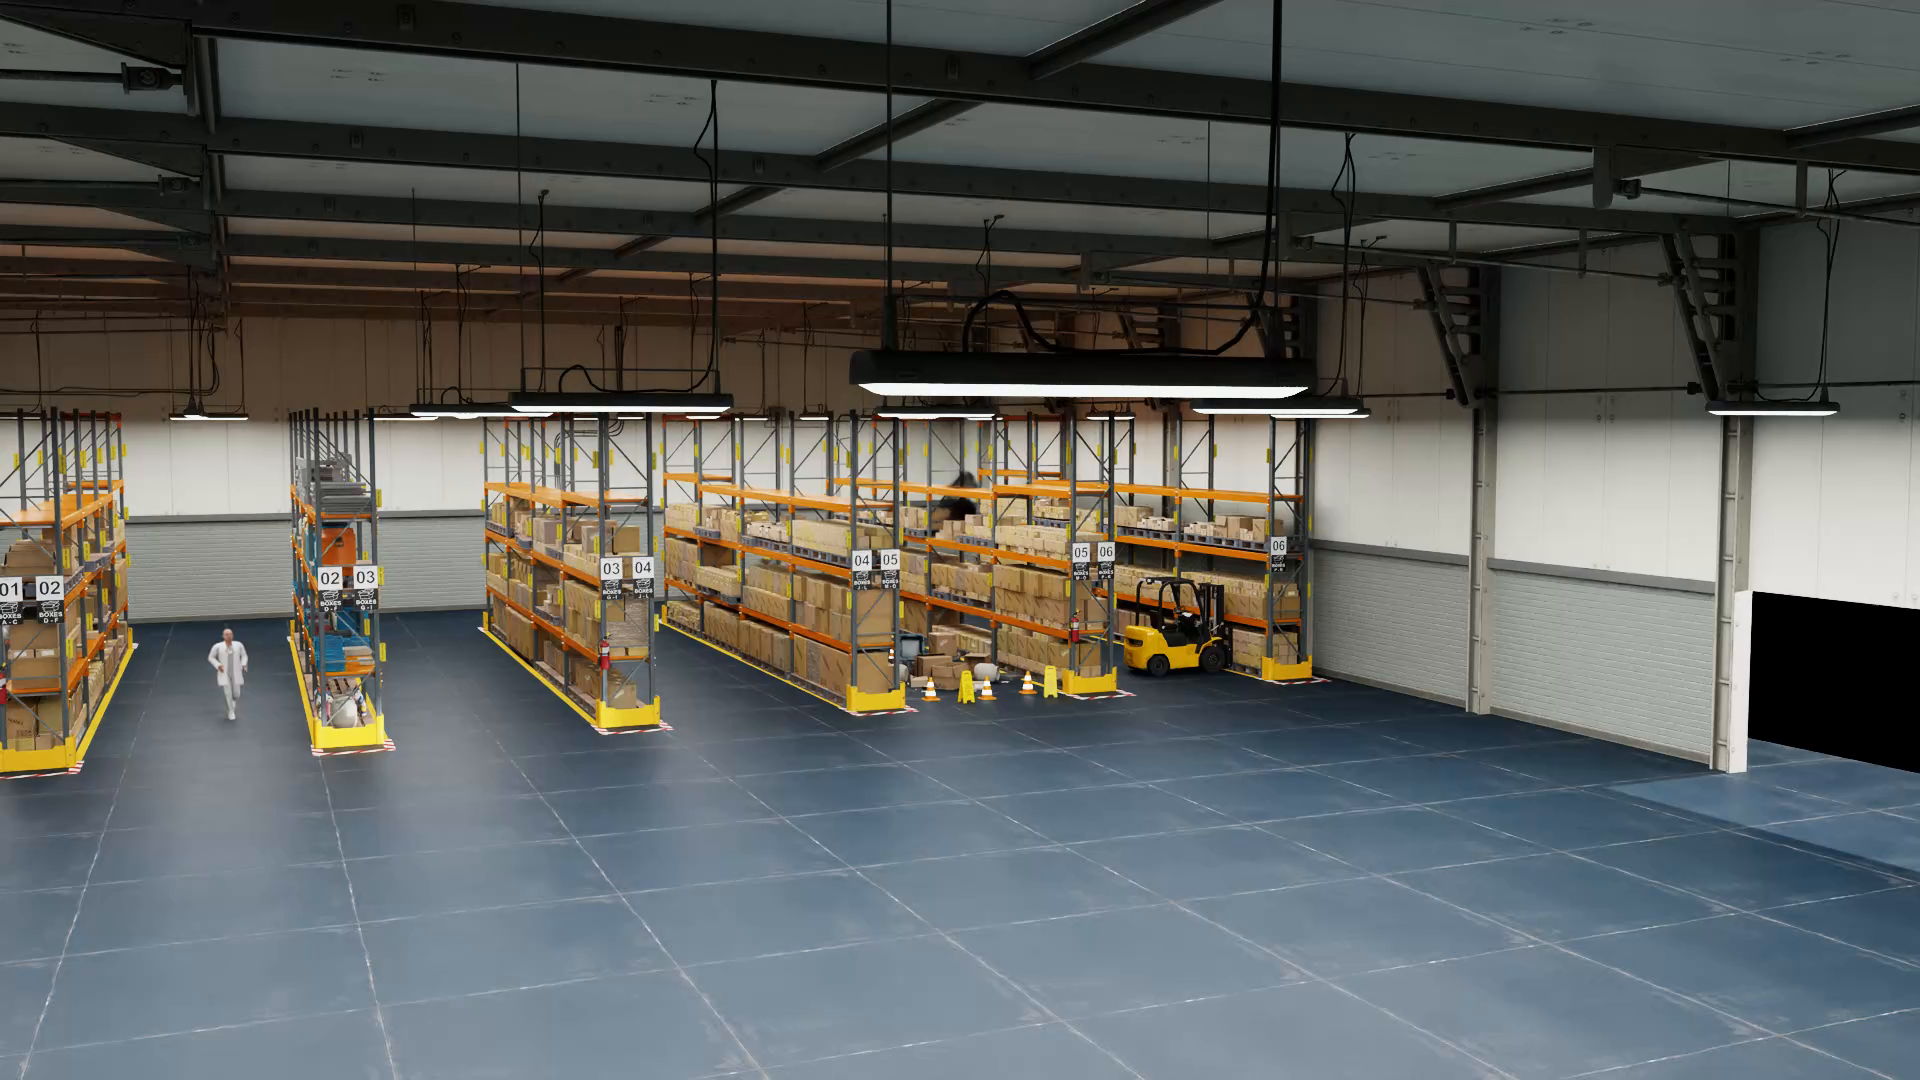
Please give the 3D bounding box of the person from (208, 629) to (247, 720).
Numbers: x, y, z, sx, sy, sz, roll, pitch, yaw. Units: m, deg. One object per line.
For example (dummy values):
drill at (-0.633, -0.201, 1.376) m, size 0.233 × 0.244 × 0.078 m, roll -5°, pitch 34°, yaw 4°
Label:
person at (-14.246, 2.641, 32.370) m, size 0.696 × 1.656 × 0.652 m, roll -3°, pitch 5°, yaw -33°

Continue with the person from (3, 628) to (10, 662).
person at (-20.337, 2.452, 35.053) m, size 0.572 × 1.728 × 0.736 m, roll -2°, pitch 5°, yaw -28°

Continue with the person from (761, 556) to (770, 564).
person at (-5.884, 1.318, 50.351) m, size 0.701 × 1.752 × 0.652 m, roll -2°, pitch 4°, yaw -27°
